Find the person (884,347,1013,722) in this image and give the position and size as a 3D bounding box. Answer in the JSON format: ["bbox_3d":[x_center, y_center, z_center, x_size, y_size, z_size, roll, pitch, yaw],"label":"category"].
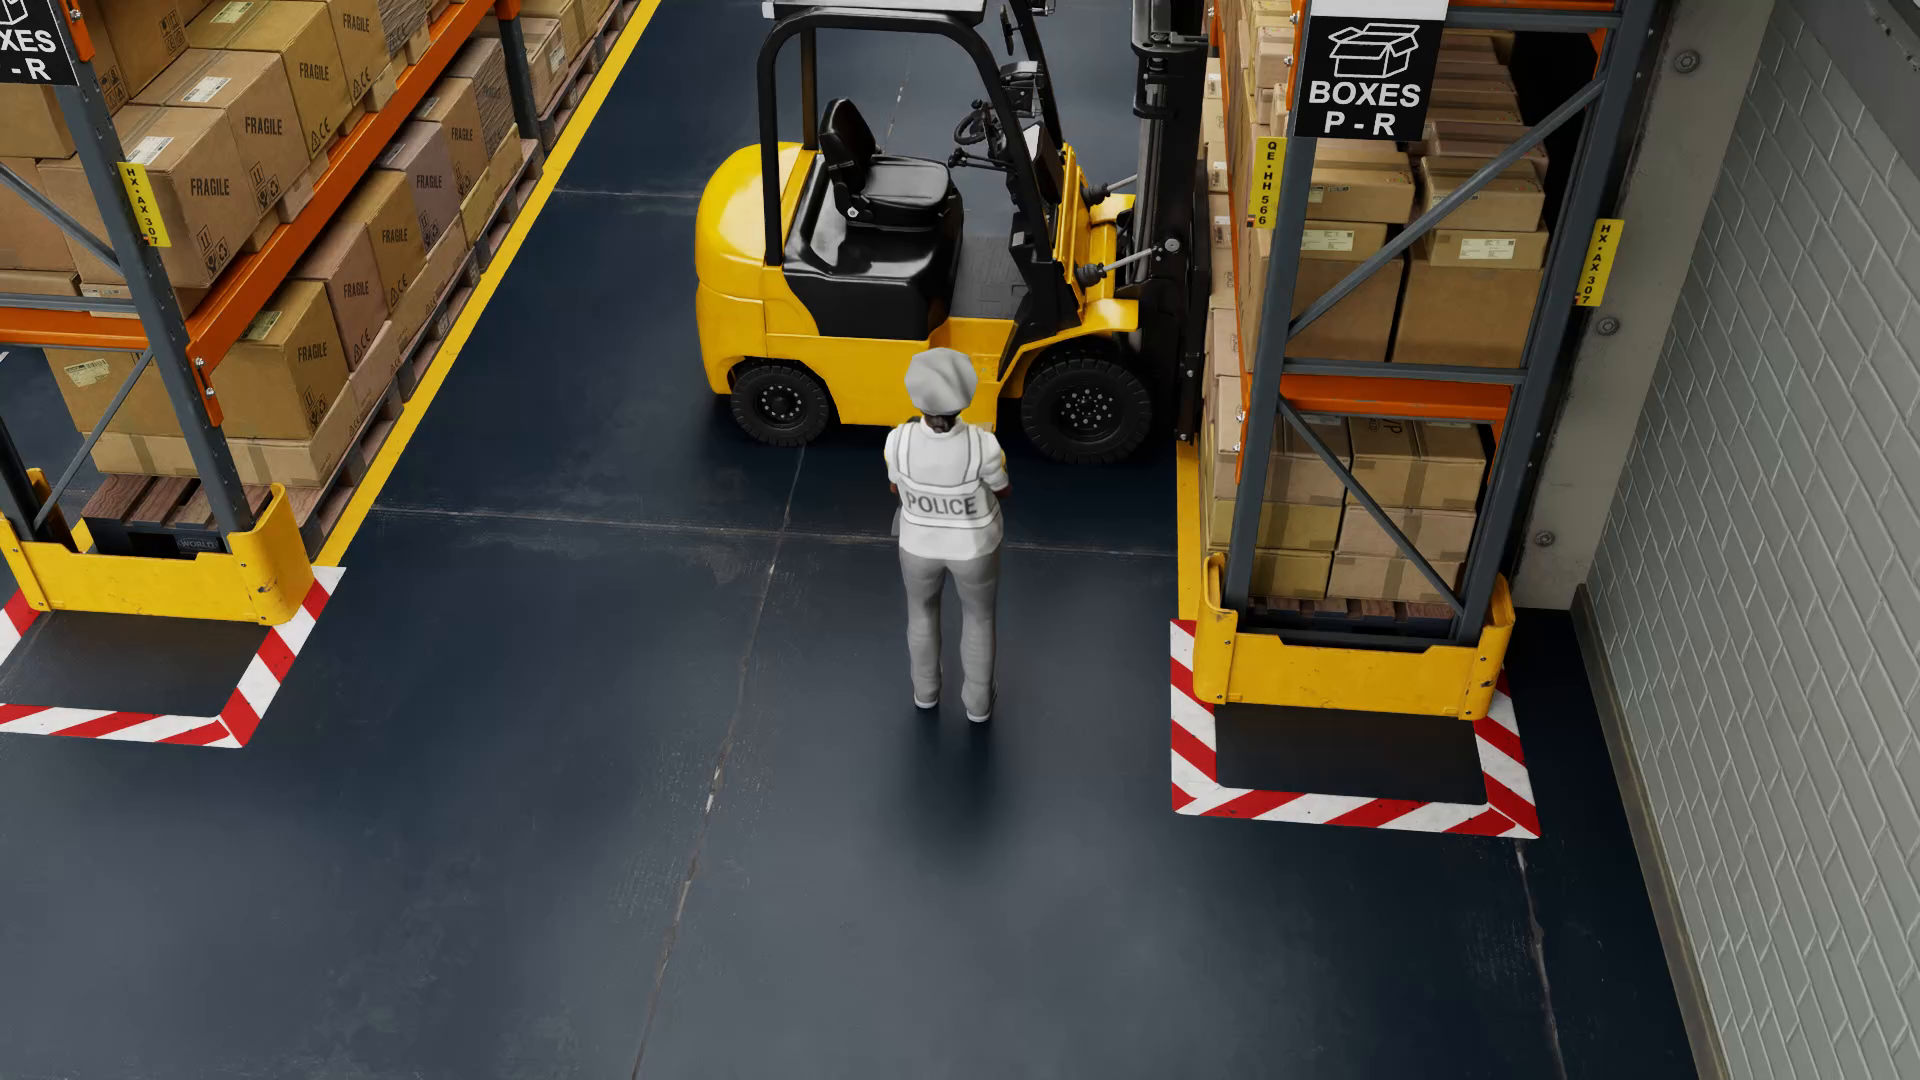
[{"bbox_3d":[-0.031,-0.042,6.189,0.451,1.688,0.531,4,40,5],"label":"person"}]
